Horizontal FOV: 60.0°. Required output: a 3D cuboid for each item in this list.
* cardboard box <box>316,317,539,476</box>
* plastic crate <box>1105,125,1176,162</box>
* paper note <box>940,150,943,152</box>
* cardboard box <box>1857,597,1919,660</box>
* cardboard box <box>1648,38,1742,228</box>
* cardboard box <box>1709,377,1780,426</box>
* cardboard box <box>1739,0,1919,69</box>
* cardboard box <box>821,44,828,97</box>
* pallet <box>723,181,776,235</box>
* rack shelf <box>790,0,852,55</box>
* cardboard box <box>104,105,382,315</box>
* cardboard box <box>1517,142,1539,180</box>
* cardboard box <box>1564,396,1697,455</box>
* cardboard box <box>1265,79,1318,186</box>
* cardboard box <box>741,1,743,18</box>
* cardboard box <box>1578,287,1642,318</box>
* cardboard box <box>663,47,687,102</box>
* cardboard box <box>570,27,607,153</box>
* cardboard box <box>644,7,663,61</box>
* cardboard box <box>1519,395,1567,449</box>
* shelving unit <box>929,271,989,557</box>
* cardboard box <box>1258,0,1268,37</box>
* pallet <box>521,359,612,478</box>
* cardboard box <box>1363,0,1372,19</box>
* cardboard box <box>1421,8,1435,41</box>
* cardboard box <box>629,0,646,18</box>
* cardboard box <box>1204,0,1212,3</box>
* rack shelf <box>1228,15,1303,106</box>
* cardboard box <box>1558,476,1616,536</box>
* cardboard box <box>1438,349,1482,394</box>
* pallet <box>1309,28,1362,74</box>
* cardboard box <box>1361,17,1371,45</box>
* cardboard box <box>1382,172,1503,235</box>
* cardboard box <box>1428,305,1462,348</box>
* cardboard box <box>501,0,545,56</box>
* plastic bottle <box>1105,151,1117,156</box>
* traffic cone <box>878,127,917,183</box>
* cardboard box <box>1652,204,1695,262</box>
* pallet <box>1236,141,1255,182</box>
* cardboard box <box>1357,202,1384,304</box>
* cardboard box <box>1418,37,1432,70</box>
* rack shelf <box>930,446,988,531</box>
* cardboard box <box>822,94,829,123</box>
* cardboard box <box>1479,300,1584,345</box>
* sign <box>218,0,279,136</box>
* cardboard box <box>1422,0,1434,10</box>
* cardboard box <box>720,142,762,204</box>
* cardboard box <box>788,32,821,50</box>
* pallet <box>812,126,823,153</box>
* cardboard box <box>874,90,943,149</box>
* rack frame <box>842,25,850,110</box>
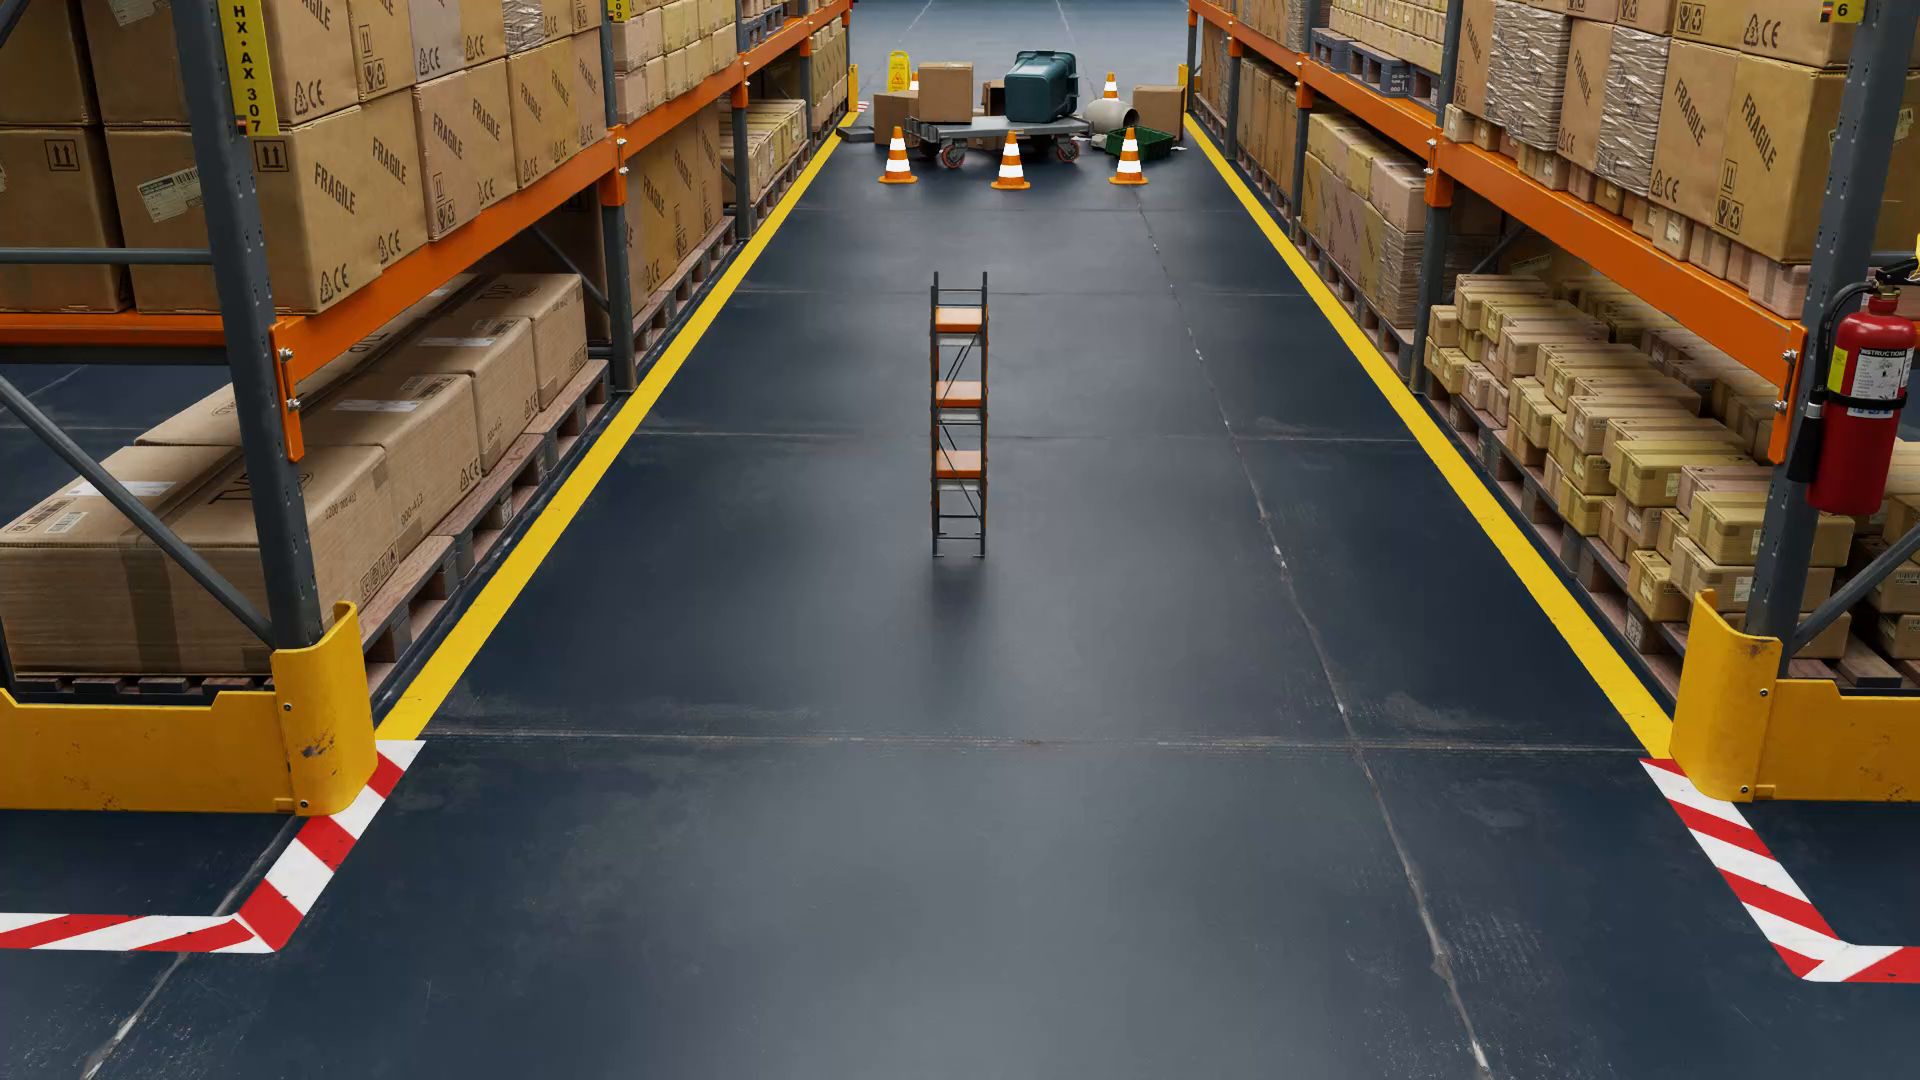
[{"bbox_3d":[-2.309,-0.612,6.921,0.875,0.438,0.875,0,21,0],"label":"cardboard box"},{"bbox_3d":[1.734,-3.828,16.056,0.450,0.188,0.662,23,29,25],"label":"plastic crate"},{"bbox_3d":[-0.191,-3.841,16.387,0.148,0.019,0.142,1,21,2],"label":"paper note"},{"bbox_3d":[3.009,0.251,5.095,0.380,0.149,0.250,1,21,3],"label":"cardboard box"},{"bbox_3d":[2.450,-1.233,5.010,0.500,0.500,0.500,0,21,1],"label":"cardboard box"},{"bbox_3d":[3.049,-0.502,6.214,0.380,0.149,0.250,1,21,2],"label":"cardboard box"},{"bbox_3d":[2.438,-1.516,4.357,0.500,0.500,0.500,0,21,1],"label":"cardboard box"},{"bbox_3d":[-1.620,-4.720,16.732,0.500,0.500,0.500,1,21,4],"label":"cardboard box"},{"bbox_3d":[-2.009,-2.589,12.910,1.003,0.211,1.213,1,21,2],"label":"pallet"},{"bbox_3d":[-1.852,-5.441,17.398,1.077,0.370,4.000,1,21,2],"label":"rack shelf"},{"bbox_3d":[-1.976,-0.931,4.643,0.500,0.500,0.500,0,21,1],"label":"cardboard box"},{"bbox_3d":[2.483,-1.546,6.715,0.380,0.149,0.250,1,21,3],"label":"cardboard box"},{"bbox_3d":[2.406,-0.410,5.978,0.380,0.149,0.250,1,21,4],"label":"cardboard box"},{"bbox_3d":[3.048,-3.271,13.342,1.050,0.750,0.750,1,21,2],"label":"cardboard box"},{"bbox_3d":[-1.797,-3.902,12.207,0.380,0.149,0.250,-1,21,-2],"label":"cardboard box"},{"bbox_3d":[3.076,-1.062,7.657,0.380,0.149,0.250,1,21,2],"label":"cardboard box"},{"bbox_3d":[-1.833,-2.619,9.339,0.500,0.250,0.500,0,21,1],"label":"cardboard box"},{"bbox_3d":[-1.915,-2.036,7.492,0.500,0.500,0.500,1,21,2],"label":"cardboard box"},{"bbox_3d":[-1.873,-2.668,8.775,0.500,0.250,0.500,1,21,2],"label":"cardboard box"},{"bbox_3d":[2.428,-0.463,6.525,0.380,0.149,0.250,1,21,2],"label":"cardboard box"},{"bbox_3d":[-0.002,-0.470,6.289,0.215,1.050,0.252,1,21,2],"label":"shelving unit"},{"bbox_3d":[2.705,-4.347,13.448,0.500,0.500,0.500,1,21,2],"label":"cardboard box"},{"bbox_3d":[-2.257,-0.586,7.748,1.003,0.211,1.213,1,21,2],"label":"pallet"},{"bbox_3d":[2.674,-3.257,10.133,0.380,0.149,0.250,1,21,2],"label":"cardboard box"},{"bbox_3d":[2.627,-2.691,8.672,0.380,0.149,0.250,2,21,4],"label":"cardboard box"},{"bbox_3d":[-1.855,-2.829,8.153,0.500,0.500,0.500,1,21,2],"label":"cardboard box"},{"bbox_3d":[3.056,-6.016,17.680,0.875,0.550,0.550,1,21,2],"label":"cardboard box"},{"bbox_3d":[2.977,-3.976,13.625,1.077,0.370,4.000,1,21,2],"label":"rack shelf"},{"bbox_3d":[2.421,-0.126,6.068,0.380,0.149,0.250,0,21,-1],"label":"cardboard box"},{"bbox_3d":[2.454,-0.785,7.765,0.380,0.149,0.250,1,21,3],"label":"cardboard box"},{"bbox_3d":[3.001,-3.240,10.999,1.213,0.211,1.003,1,21,2],"label":"pallet"},{"bbox_3d":[2.673,-3.119,10.188,0.380,0.149,0.250,1,21,3],"label":"cardboard box"},{"bbox_3d":[2.565,-1.794,8.845,0.500,0.250,0.500,0,21,0],"label":"cardboard box"},{"bbox_3d":[2.464,-1.020,7.961,0.380,0.149,0.250,2,21,4],"label":"cardboard box"},{"bbox_3d":[-1.924,-2.132,6.356,0.500,0.500,0.500,1,21,2],"label":"cardboard box"},{"bbox_3d":[1.538,-3.781,16.190,0.133,0.061,0.283,-11,24,-26],"label":"plastic bottle"},{"bbox_3d":[-0.551,-3.406,14.668,0.336,0.463,0.334,1,21,2],"label":"traffic cone"},{"bbox_3d":[2.423,-0.973,5.237,0.380,0.149,0.250,1,21,3],"label":"cardboard box"},{"bbox_3d":[3.090,-3.455,15.142,1.003,0.211,1.213,1,21,2],"label":"pallet"},{"bbox_3d":[2.581,-1.629,9.455,0.500,0.500,0.500,0,21,0],"label":"cardboard box"},{"bbox_3d":[2.626,-2.551,8.723,0.380,0.149,0.250,1,21,1],"label":"cardboard box"},{"bbox_3d":[-0.002,-0.201,6.394,0.215,0.259,0.240,1,21,2],"label":"rack shelf"},{"bbox_3d":[-1.620,-4.370,16.866,0.500,0.250,0.500,2,21,5],"label":"cardboard box"},{"bbox_3d":[2.551,-0.973,7.428,0.380,0.149,0.250,0,21,1],"label":"cardboard box"},{"bbox_3d":[-1.723,-1.146,4.030,0.100,0.325,0.005,1,21,2],"label":"sign"},{"bbox_3d":[2.629,-2.836,8.636,0.380,0.149,0.250,0,21,0],"label":"cardboard box"},{"bbox_3d":[-2.007,-2.781,12.603,0.950,0.372,0.625,-1,21,-2],"label":"cardboard box"},{"bbox_3d":[-1.561,-4.874,16.230,0.380,0.149,0.250,1,21,2],"label":"cardboard box"},{"bbox_3d":[-1.928,-3.996,16.536,1.003,0.211,1.213,1,21,2],"label":"pallet"},{"bbox_3d":[-0.520,-4.261,16.816,0.500,0.500,0.500,18,27,38],"label":"cardboard box"},{"bbox_3d":[-1.791,-6.499,19.132,1.000,3.000,0.127,1,21,2],"label":"rack frame"}]
